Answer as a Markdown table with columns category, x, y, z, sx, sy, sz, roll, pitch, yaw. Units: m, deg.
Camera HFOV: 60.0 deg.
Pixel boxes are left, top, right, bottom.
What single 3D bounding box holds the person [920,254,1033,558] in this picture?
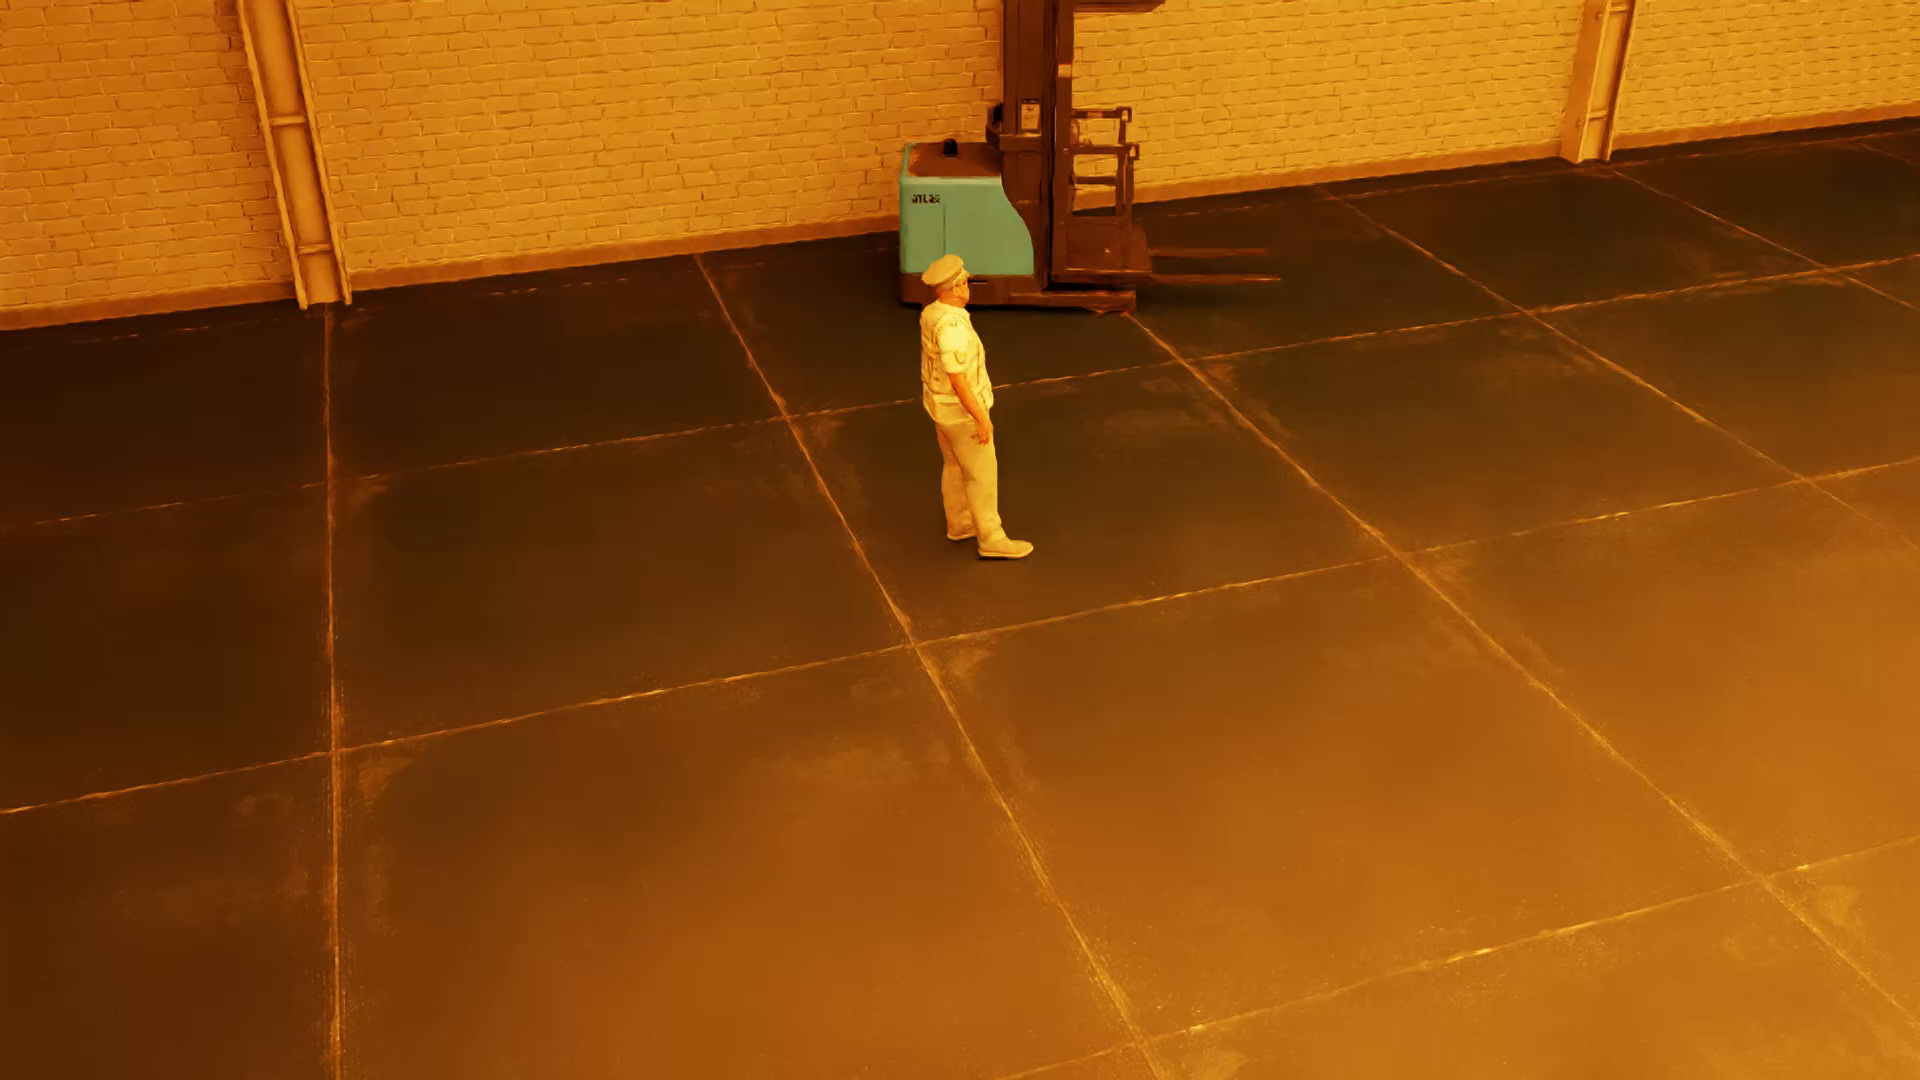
| category | x | y | z | sx | sy | sz | roll | pitch | yaw |
| --- | --- | --- | --- | --- | --- | --- | --- | --- | --- |
| person | 0.078 | -0.786 | 9.589 | 0.574 | 1.781 | 0.640 | -10 | 31 | -16 |

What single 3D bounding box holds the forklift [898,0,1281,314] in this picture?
| category | x | y | z | sx | sy | sz | roll | pitch | yaw |
| --- | --- | --- | --- | --- | --- | --- | --- | --- | --- |
| forklift | 1.037 | -3.326 | 12.868 | 3.031 | 2.935 | 1.130 | 1 | 30 | 1 |
